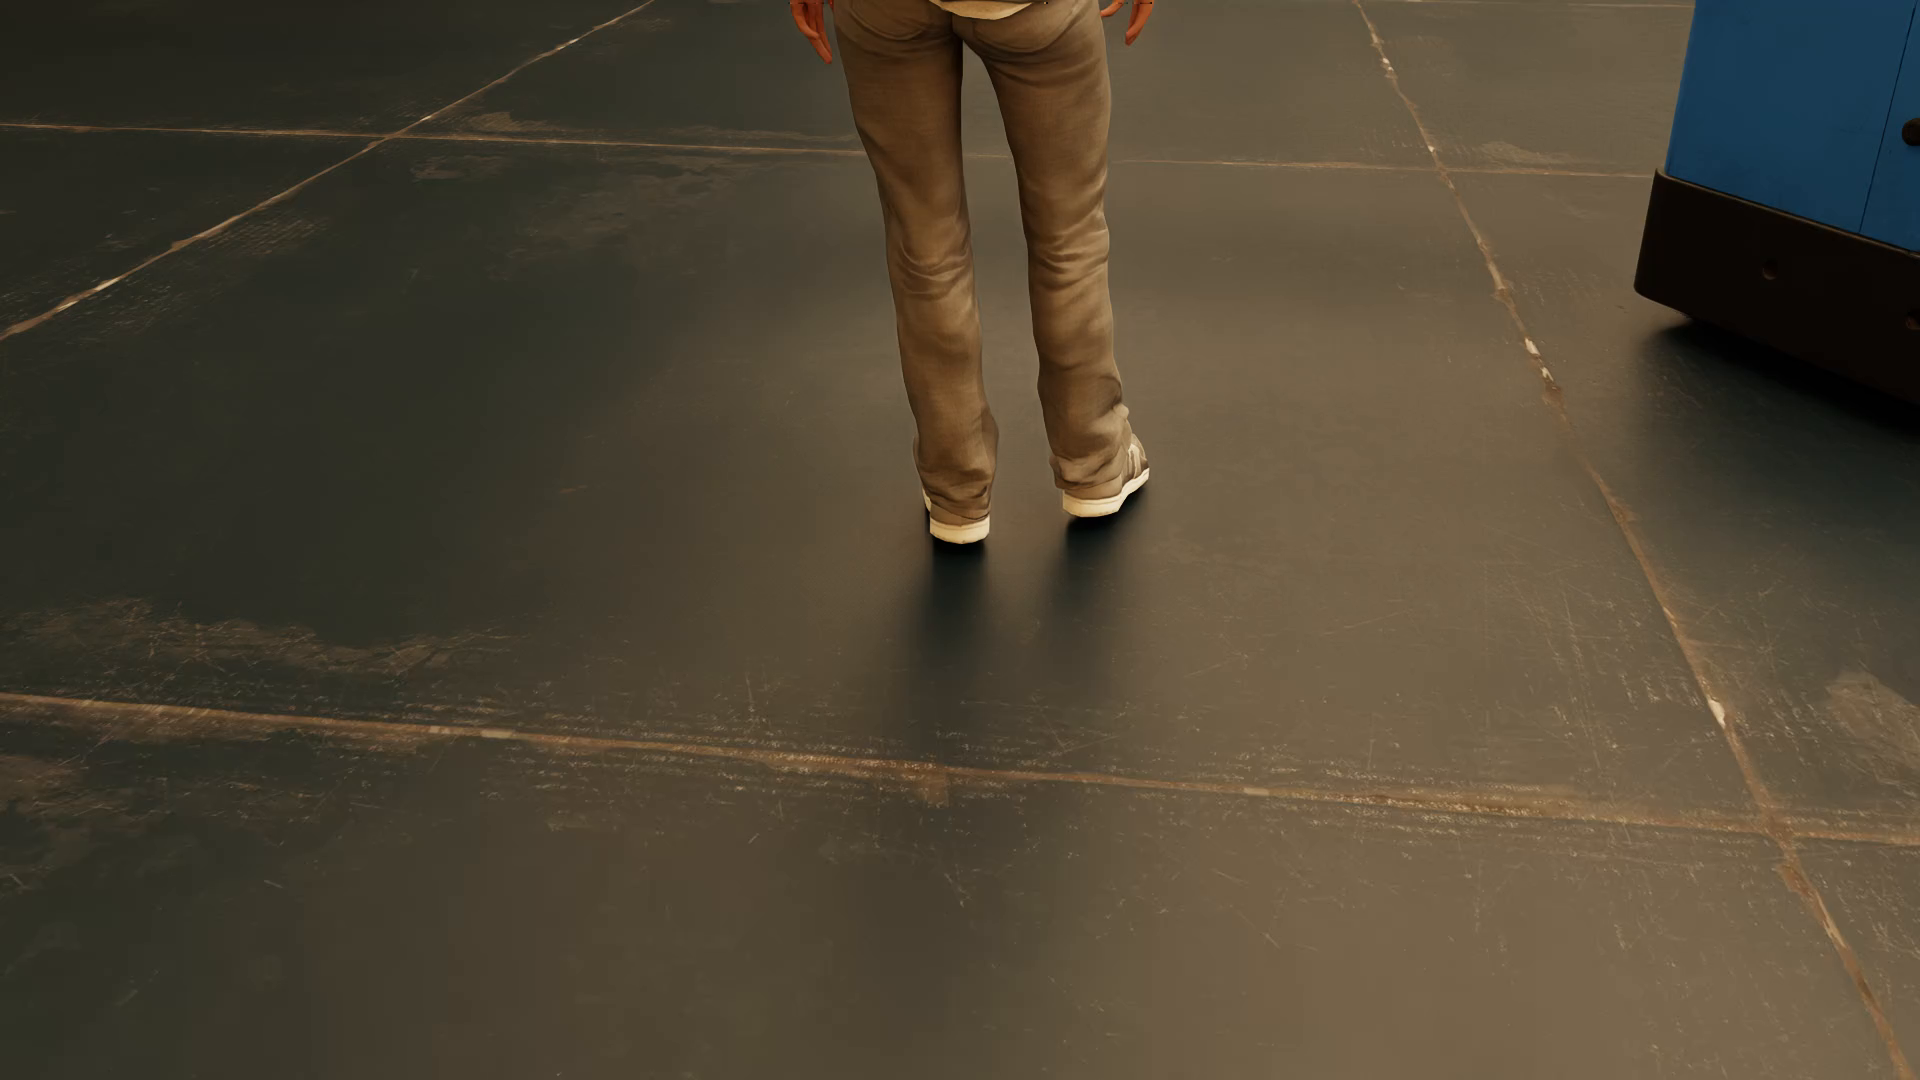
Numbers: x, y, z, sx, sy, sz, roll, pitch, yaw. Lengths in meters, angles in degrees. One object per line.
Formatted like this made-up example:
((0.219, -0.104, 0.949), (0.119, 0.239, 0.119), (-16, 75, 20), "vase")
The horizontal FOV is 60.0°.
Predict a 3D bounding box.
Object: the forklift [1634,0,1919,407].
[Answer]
((2.922, -1.817, 2.859), (3.031, 2.935, 1.130), (-11, 28, -21), "forklift")

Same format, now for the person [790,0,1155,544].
((0.024, -0.753, 2.205), (0.521, 1.599, 0.473), (3, 27, 7), "person")
